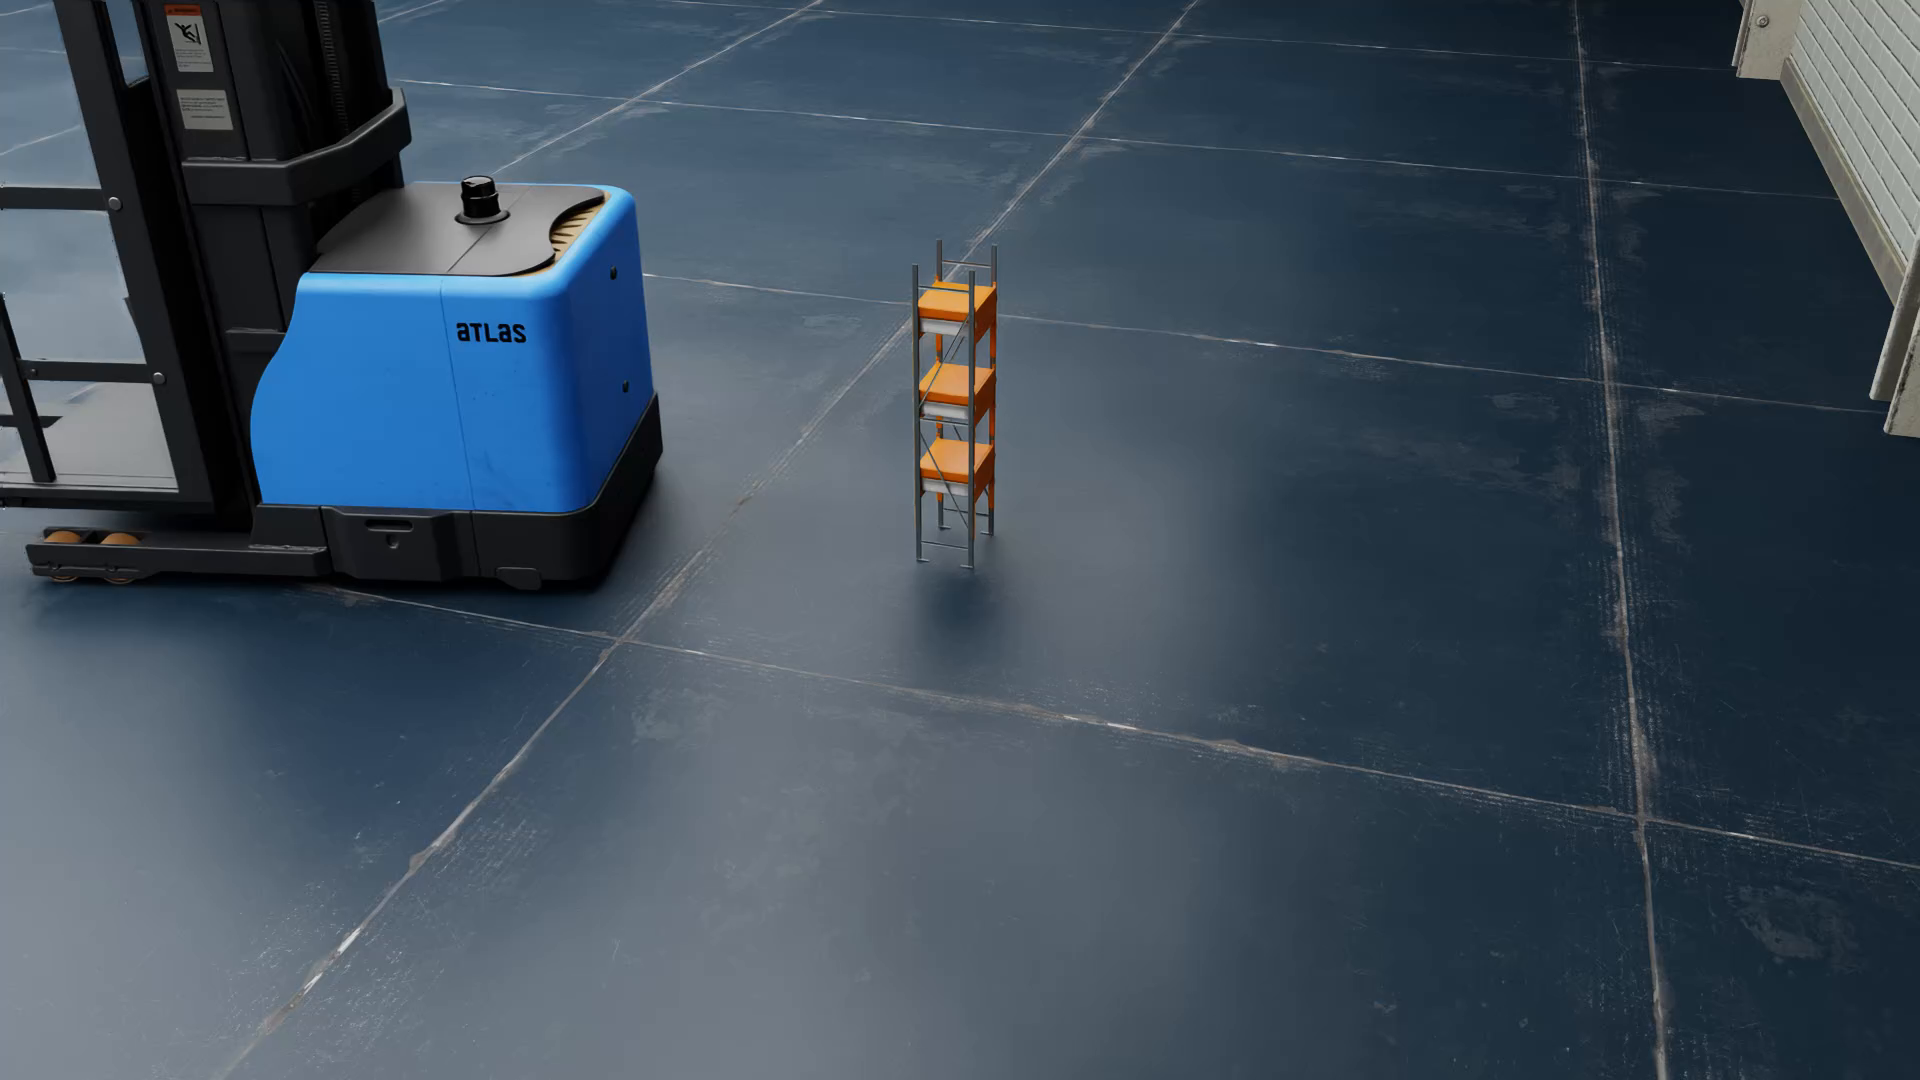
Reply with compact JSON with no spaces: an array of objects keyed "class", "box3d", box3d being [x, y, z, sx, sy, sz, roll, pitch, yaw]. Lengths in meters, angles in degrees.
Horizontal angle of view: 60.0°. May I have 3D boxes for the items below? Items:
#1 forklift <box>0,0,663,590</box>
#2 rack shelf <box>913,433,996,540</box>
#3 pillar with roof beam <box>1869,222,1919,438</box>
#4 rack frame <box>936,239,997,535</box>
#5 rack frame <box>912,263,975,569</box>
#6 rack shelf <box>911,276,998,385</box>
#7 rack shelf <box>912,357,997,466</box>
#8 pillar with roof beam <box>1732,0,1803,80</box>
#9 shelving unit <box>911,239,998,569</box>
[{"class":"forklift","box3d":[-2.646,-1.389,5.231,3.031,2.935,1.130,2,29,3]},{"class":"rack shelf","box3d":[-0.016,-0.182,5.590,0.215,0.259,0.240,8,30,15]},{"class":"pillar with roof beam","box3d":[-0.292,-5.033,5.540,9.100,9.000,0.400,8,30,15]},{"class":"rack frame","box3d":[0.020,-0.491,5.552,0.200,1.050,0.008,8,30,15]},{"class":"rack frame","box3d":[-0.052,-0.377,5.348,0.200,1.050,0.008,8,30,15]},{"class":"rack shelf","box3d":[-0.016,-0.673,5.317,0.215,0.259,0.240,8,30,15]},{"class":"rack shelf","box3d":[-0.016,-0.425,5.455,0.215,0.259,0.240,8,30,15]},{"class":"pillar with roof beam","box3d":[1.469,-7.821,10.552,9.100,9.000,0.400,8,30,15]},{"class":"shelving unit","box3d":[-0.016,-0.434,5.450,0.215,1.050,0.252,8,30,15]}]
